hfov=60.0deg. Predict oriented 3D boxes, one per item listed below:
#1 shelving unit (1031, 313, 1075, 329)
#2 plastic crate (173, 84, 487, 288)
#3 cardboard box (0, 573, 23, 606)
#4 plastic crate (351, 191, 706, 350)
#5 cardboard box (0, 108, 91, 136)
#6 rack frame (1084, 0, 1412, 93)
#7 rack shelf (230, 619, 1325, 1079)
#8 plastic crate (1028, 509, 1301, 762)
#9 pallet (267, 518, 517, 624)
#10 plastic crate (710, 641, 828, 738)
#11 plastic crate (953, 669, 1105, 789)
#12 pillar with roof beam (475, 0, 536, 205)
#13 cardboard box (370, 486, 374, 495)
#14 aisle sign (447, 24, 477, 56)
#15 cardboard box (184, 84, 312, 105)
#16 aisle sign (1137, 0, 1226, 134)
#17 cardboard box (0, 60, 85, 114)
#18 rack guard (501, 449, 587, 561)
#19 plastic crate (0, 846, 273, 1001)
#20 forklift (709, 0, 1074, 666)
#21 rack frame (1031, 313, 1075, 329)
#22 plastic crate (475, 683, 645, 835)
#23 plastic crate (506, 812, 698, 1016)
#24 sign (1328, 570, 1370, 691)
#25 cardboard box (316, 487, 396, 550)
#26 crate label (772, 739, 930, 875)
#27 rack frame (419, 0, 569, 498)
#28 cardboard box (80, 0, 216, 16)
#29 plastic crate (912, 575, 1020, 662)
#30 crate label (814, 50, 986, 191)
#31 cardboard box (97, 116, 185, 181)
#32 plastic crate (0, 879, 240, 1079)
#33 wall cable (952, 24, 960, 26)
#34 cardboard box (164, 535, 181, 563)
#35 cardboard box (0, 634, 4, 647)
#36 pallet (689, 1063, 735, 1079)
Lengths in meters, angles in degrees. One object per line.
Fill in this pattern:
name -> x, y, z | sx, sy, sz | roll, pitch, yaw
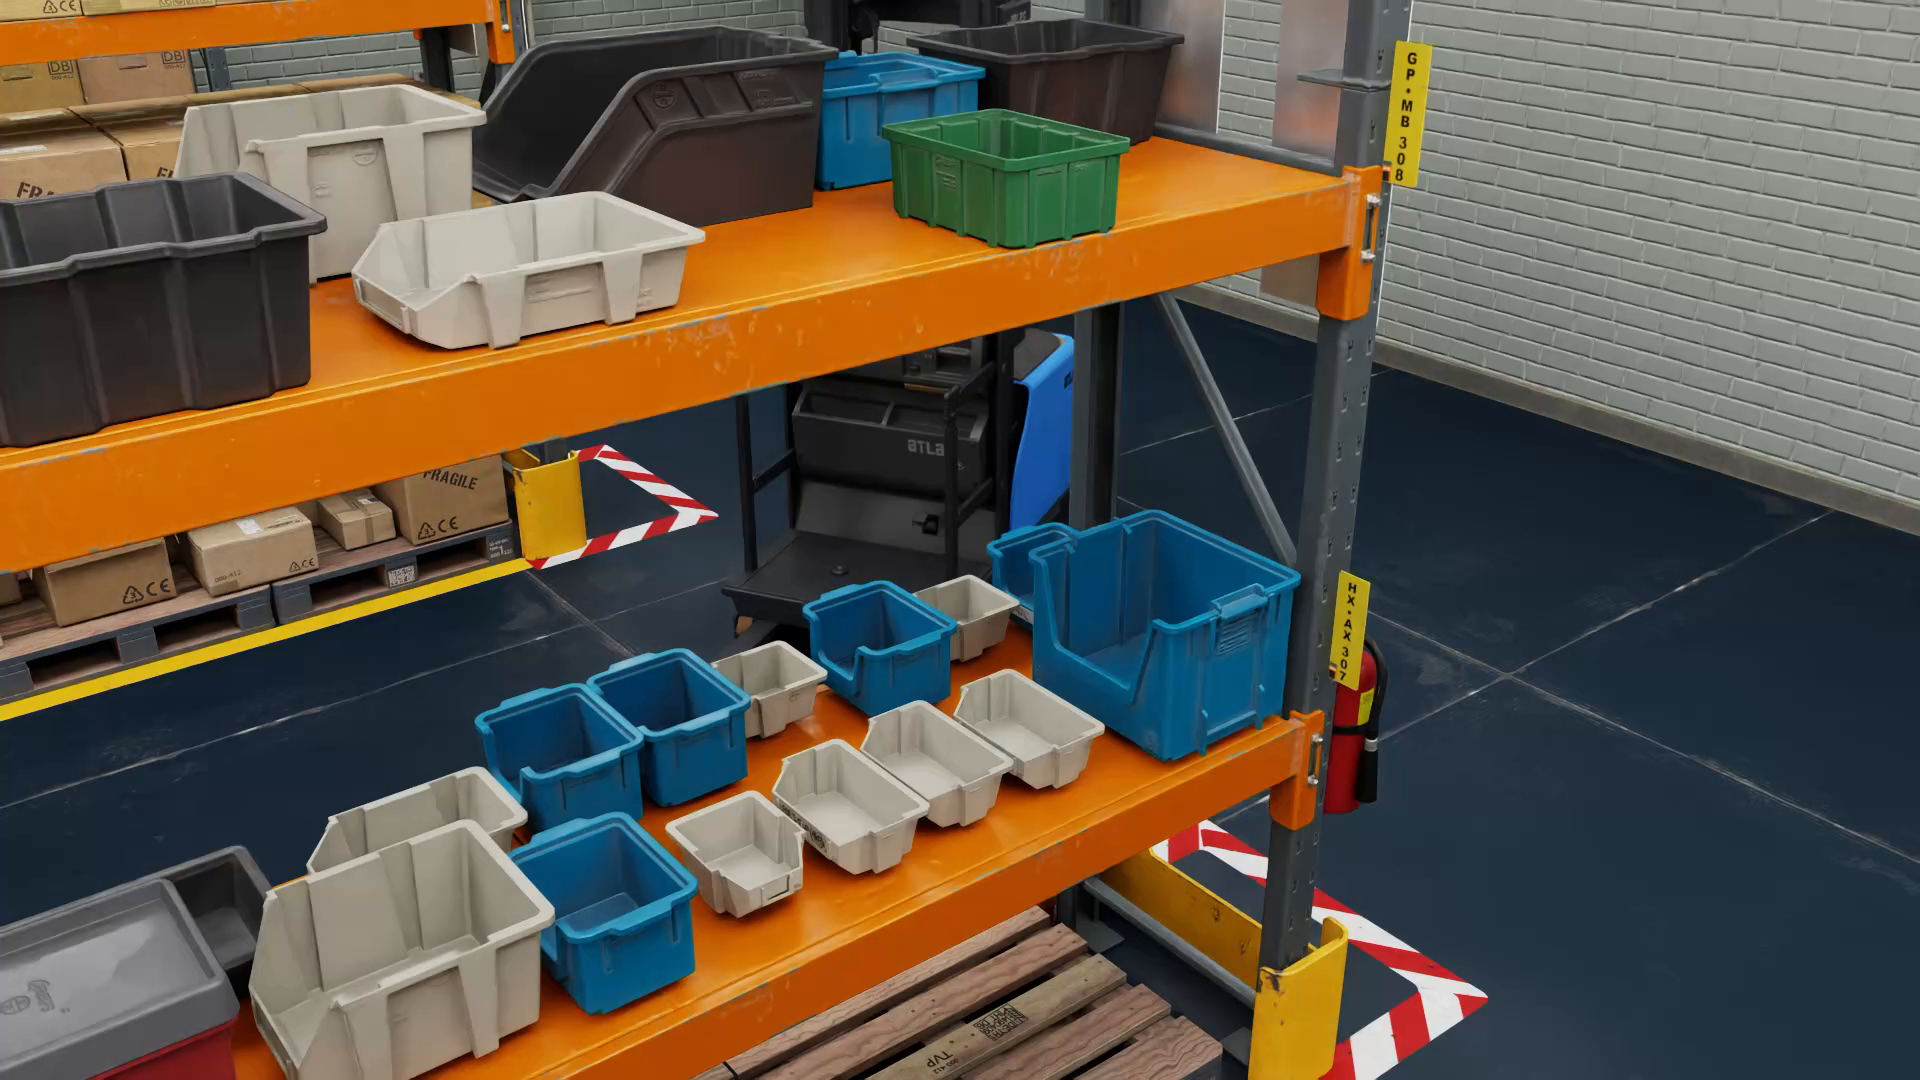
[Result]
shelving unit -> 0.351, -1.001, 9.125 | 0.431, 1.500, 0.755 | 17, 30, 33
plastic crate -> -1.242, -0.693, 3.258 | 0.530, 0.282, 0.437 | -18, 31, -34
cardboard box -> -4.645, 0.121, 7.598 | 0.500, 0.311, 0.500 | -18, 31, -34
plastic crate -> -0.781, -0.482, 2.975 | 0.530, 0.136, 0.437 | -18, 31, -34
cardboard box -> -4.076, -1.574, 7.271 | 0.500, 0.500, 0.500 | -19, 31, -34
rack frame -> 0.692, -2.581, 3.622 | 0.127, 3.000, 1.000 | -18, 31, -34
rack shelf -> -0.882, 0.986, 3.917 | 4.000, 0.370, 1.077 | -18, 31, -34
plastic crate -> 0.544, 0.246, 4.544 | 0.499, 0.435, 0.616 | -18, 31, -34
pallet -> -3.048, -0.009, 8.520 | 1.213, 0.211, 1.003 | -18, 31, -34
plastic crate -> -0.542, 0.420, 4.524 | 0.298, 0.136, 0.250 | -18, 31, -34
plastic crate -> 0.162, 0.504, 4.342 | 0.243, 0.136, 0.396 | -18, 31, -34
pillar with roof beam -> -1.174, -5.425, 9.749 | 0.400, 9.000, 9.100 | -18, 31, -34
cardboard box -> -3.100, -0.356, 8.797 | 0.250, 0.166, 0.380 | -18, 31, -34
aisle sign -> -2.489, -2.796, 8.123 | 0.004, 0.787, 0.394 | -18, 31, -34
cardboard box -> -3.280, -1.834, 7.833 | 0.500, 0.500, 0.500 | -18, 30, -34
aisle sign -> 0.566, -1.156, 4.590 | 0.004, 0.787, 0.394 | -18, 31, -34
cardboard box -> -6.382, -2.949, 11.185 | 0.700, 0.700, 0.980 | -19, 31, -34
rack guard -> -2.421, -0.348, 8.906 | 0.348, 0.500, 1.175 | -18, 31, -34
plastic crate -> -1.740, 0.897, 3.509 | 0.590, 0.125, 0.437 | -18, 31, -34
forklift -> -0.397, -0.894, 7.195 | 1.130, 2.935, 3.031 | 10, 27, 20
rack frame -> 0.570, -1.125, 9.392 | 0.400, 1.500, 0.023 | 17, 30, 33
plastic crate -> -0.977, 0.564, 4.099 | 0.300, 0.233, 0.416 | -18, 31, -34
plastic crate -> -0.766, 0.807, 3.575 | 0.300, 0.233, 0.416 | -18, 31, -34
sign -> 1.045, 0.244, 4.467 | 0.005, 0.325, 0.100 | -18, 31, -34
cardboard box -> -3.011, -0.118, 8.284 | 0.250, 0.166, 0.380 | -18, 31, -34
crate label -> -0.279, 0.655, 4.017 | 0.243, 0.136, 0.396 | -18, 31, -34
rack frame -> -2.361, -1.502, 8.422 | 0.127, 3.000, 1.000 | -18, 31, -34
cardboard box -> -3.388, -2.313, 6.786 | 0.500, 0.250, 0.500 | -18, 31, -34
plastic crate -> -0.009, 0.244, 4.904 | 0.298, 0.136, 0.250 | -18, 31, -34
crate label -> -0.233, -1.020, 3.999 | 0.502, 0.251, 0.408 | -18, 31, -34
cardboard box -> -3.344, -1.526, 7.169 | 0.500, 0.500, 0.500 | -17, 30, -33
plastic crate -> -1.598, 0.974, 2.940 | 0.583, 0.464, 0.402 | -18, 31, -34
wall cable -> -0.750, -5.805, 14.258 | 0.112, 2.526, 3.097 | -18, 31, -34
cardboard box -> -3.751, -0.147, 8.247 | 0.500, 0.250, 0.500 | -18, 31, -34
cardboard box -> -4.371, 0.358, 7.259 | 0.250, 0.166, 0.380 | -18, 31, -34
pallet -> -0.940, 1.922, 4.359 | 1.213, 0.211, 1.003 | -18, 31, -34
